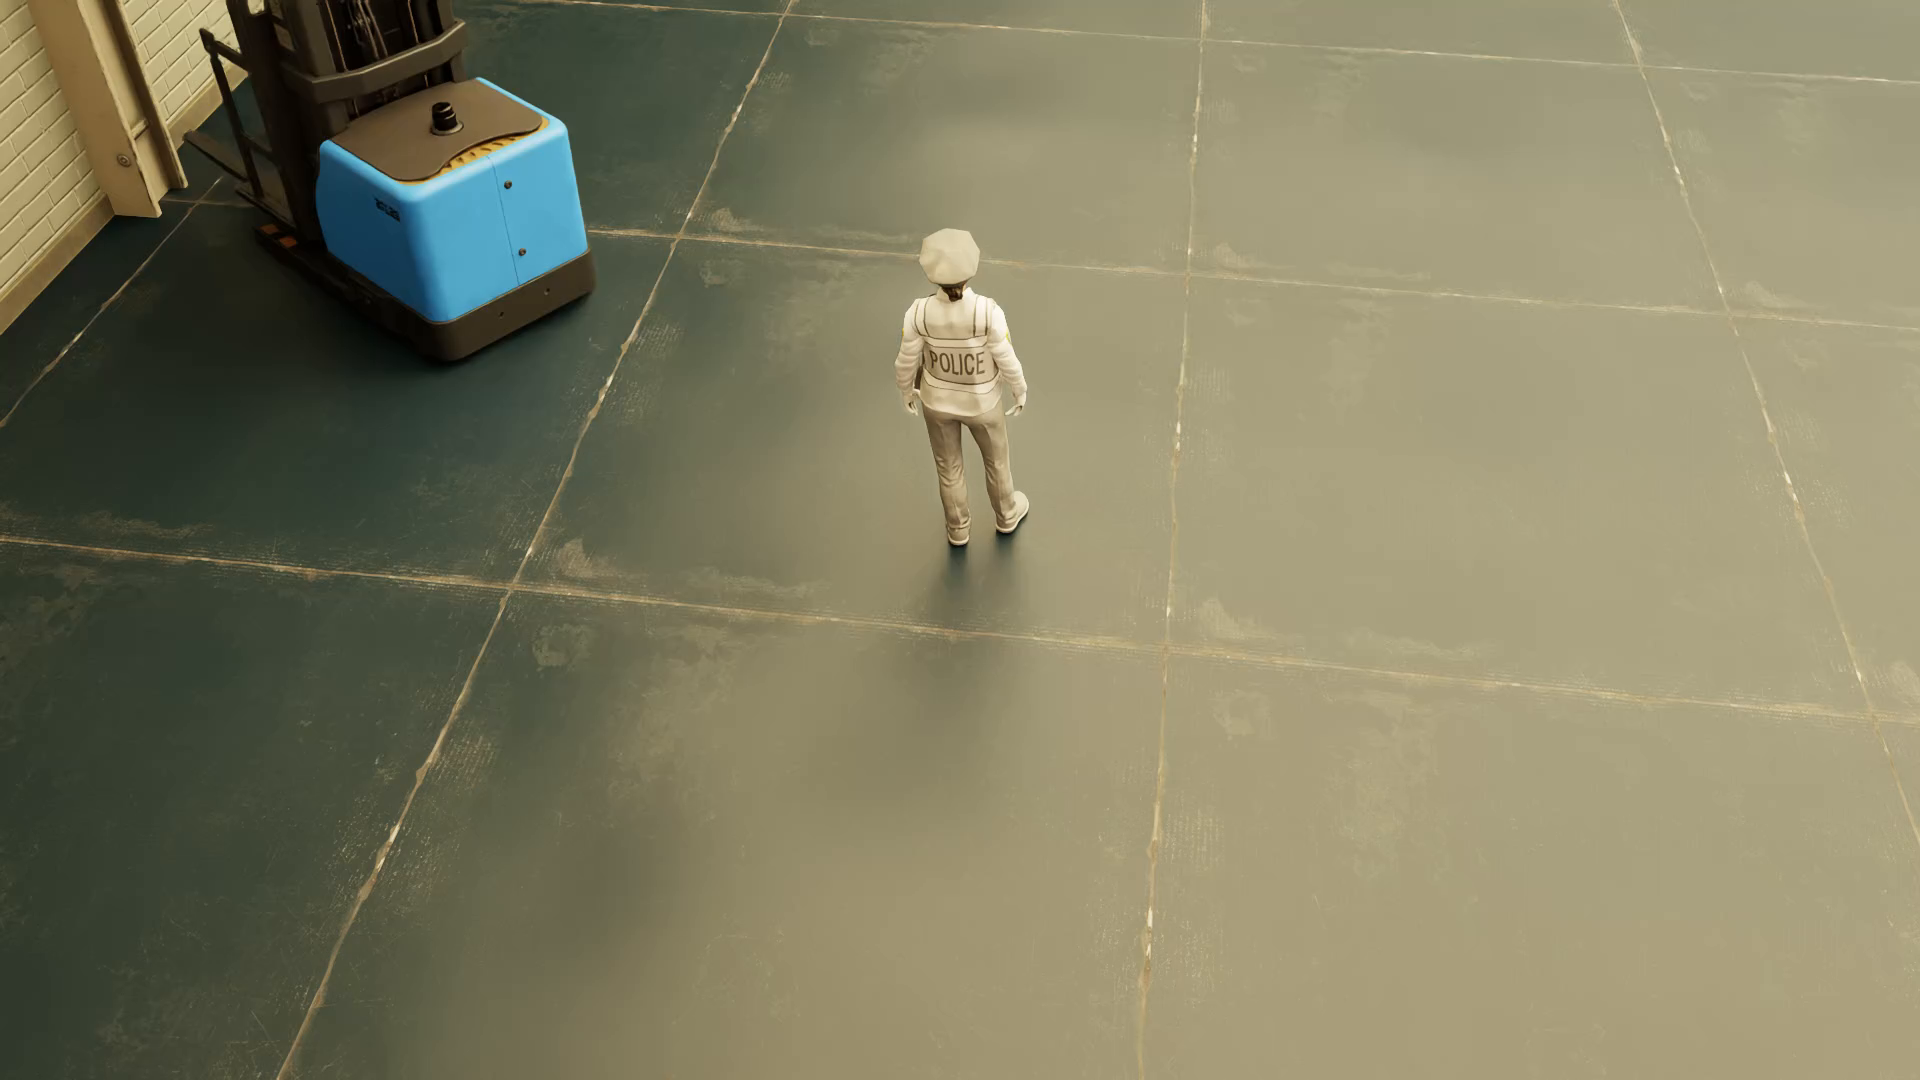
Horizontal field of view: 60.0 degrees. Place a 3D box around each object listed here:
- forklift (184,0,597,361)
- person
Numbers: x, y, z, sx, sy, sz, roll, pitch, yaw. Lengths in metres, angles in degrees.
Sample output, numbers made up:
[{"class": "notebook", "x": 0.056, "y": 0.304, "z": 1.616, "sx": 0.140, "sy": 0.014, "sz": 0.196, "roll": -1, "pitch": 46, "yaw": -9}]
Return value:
[{"class": "forklift", "x": -3.469, "y": -2.900, "z": 8.881, "sx": 3.031, "sy": 2.935, "sz": 1.130, "roll": 32, "pitch": 51, "yaw": 30}, {"class": "person", "x": 0.016, "y": -0.675, "z": 7.362, "sx": 0.586, "sy": 1.694, "sz": 0.530, "roll": 5, "pitch": 43, "yaw": 6}]
